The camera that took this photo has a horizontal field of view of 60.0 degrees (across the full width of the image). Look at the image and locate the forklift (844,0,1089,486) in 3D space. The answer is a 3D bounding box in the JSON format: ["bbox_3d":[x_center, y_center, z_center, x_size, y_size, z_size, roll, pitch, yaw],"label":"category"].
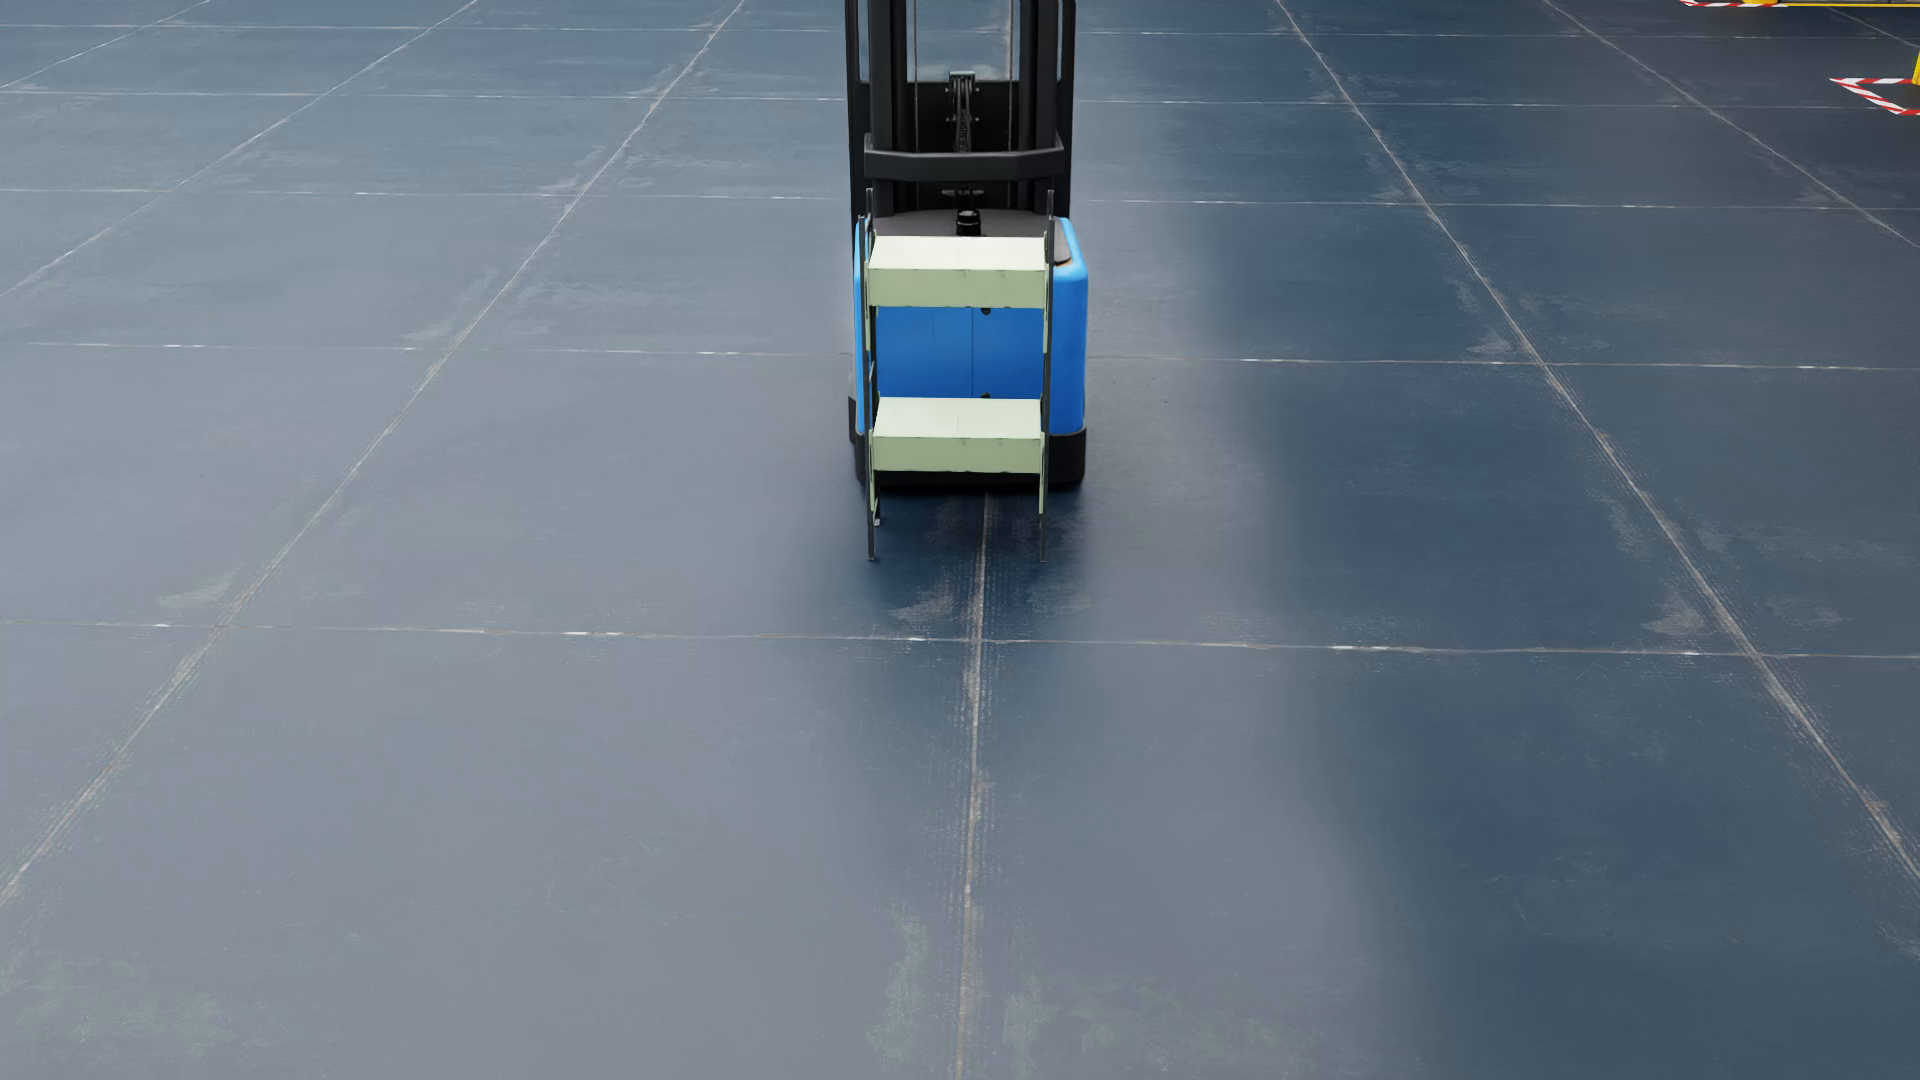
[{"bbox_3d":[-0.010,-2.192,8.255,1.130,2.935,3.031,-1,28,-2],"label":"forklift"}]

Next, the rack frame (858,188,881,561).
[{"bbox_3d":[-0.372,-0.669,6.910,0.023,1.500,0.400,1,28,2],"label":"rack frame"}]

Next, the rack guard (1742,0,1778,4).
[{"bbox_3d":[8.958,-6.458,18.898,0.348,0.500,1.175,1,28,2],"label":"rack guard"}]

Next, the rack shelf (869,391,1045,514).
[{"bbox_3d":[-0.007,-0.375,7.052,0.720,0.370,0.431,1,28,2],"label":"rack shelf"}]

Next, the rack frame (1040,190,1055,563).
[{"bbox_3d":[0.359,-0.657,6.888,0.023,1.500,0.400,1,28,2],"label":"rack frame"}]

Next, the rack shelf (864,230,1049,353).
[{"bbox_3d":[-0.007,-1.008,6.716,0.720,0.370,0.431,1,28,2],"label":"rack shelf"}]

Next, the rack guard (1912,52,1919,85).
[{"bbox_3d":[8.782,-4.117,14.483,0.348,0.500,1.175,1,28,2],"label":"rack guard"}]

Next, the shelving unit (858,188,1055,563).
[{"bbox_3d":[-0.007,-0.663,6.899,0.755,1.500,0.431,1,28,2],"label":"shelving unit"}]

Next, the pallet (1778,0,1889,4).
[{"bbox_3d":[9.770,-6.314,18.936,1.213,0.211,1.003,1,28,2],"label":"pallet"}]

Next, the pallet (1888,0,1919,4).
[{"bbox_3d":[10.986,-6.293,18.895,1.213,0.211,1.003,1,28,2],"label":"pallet"}]
